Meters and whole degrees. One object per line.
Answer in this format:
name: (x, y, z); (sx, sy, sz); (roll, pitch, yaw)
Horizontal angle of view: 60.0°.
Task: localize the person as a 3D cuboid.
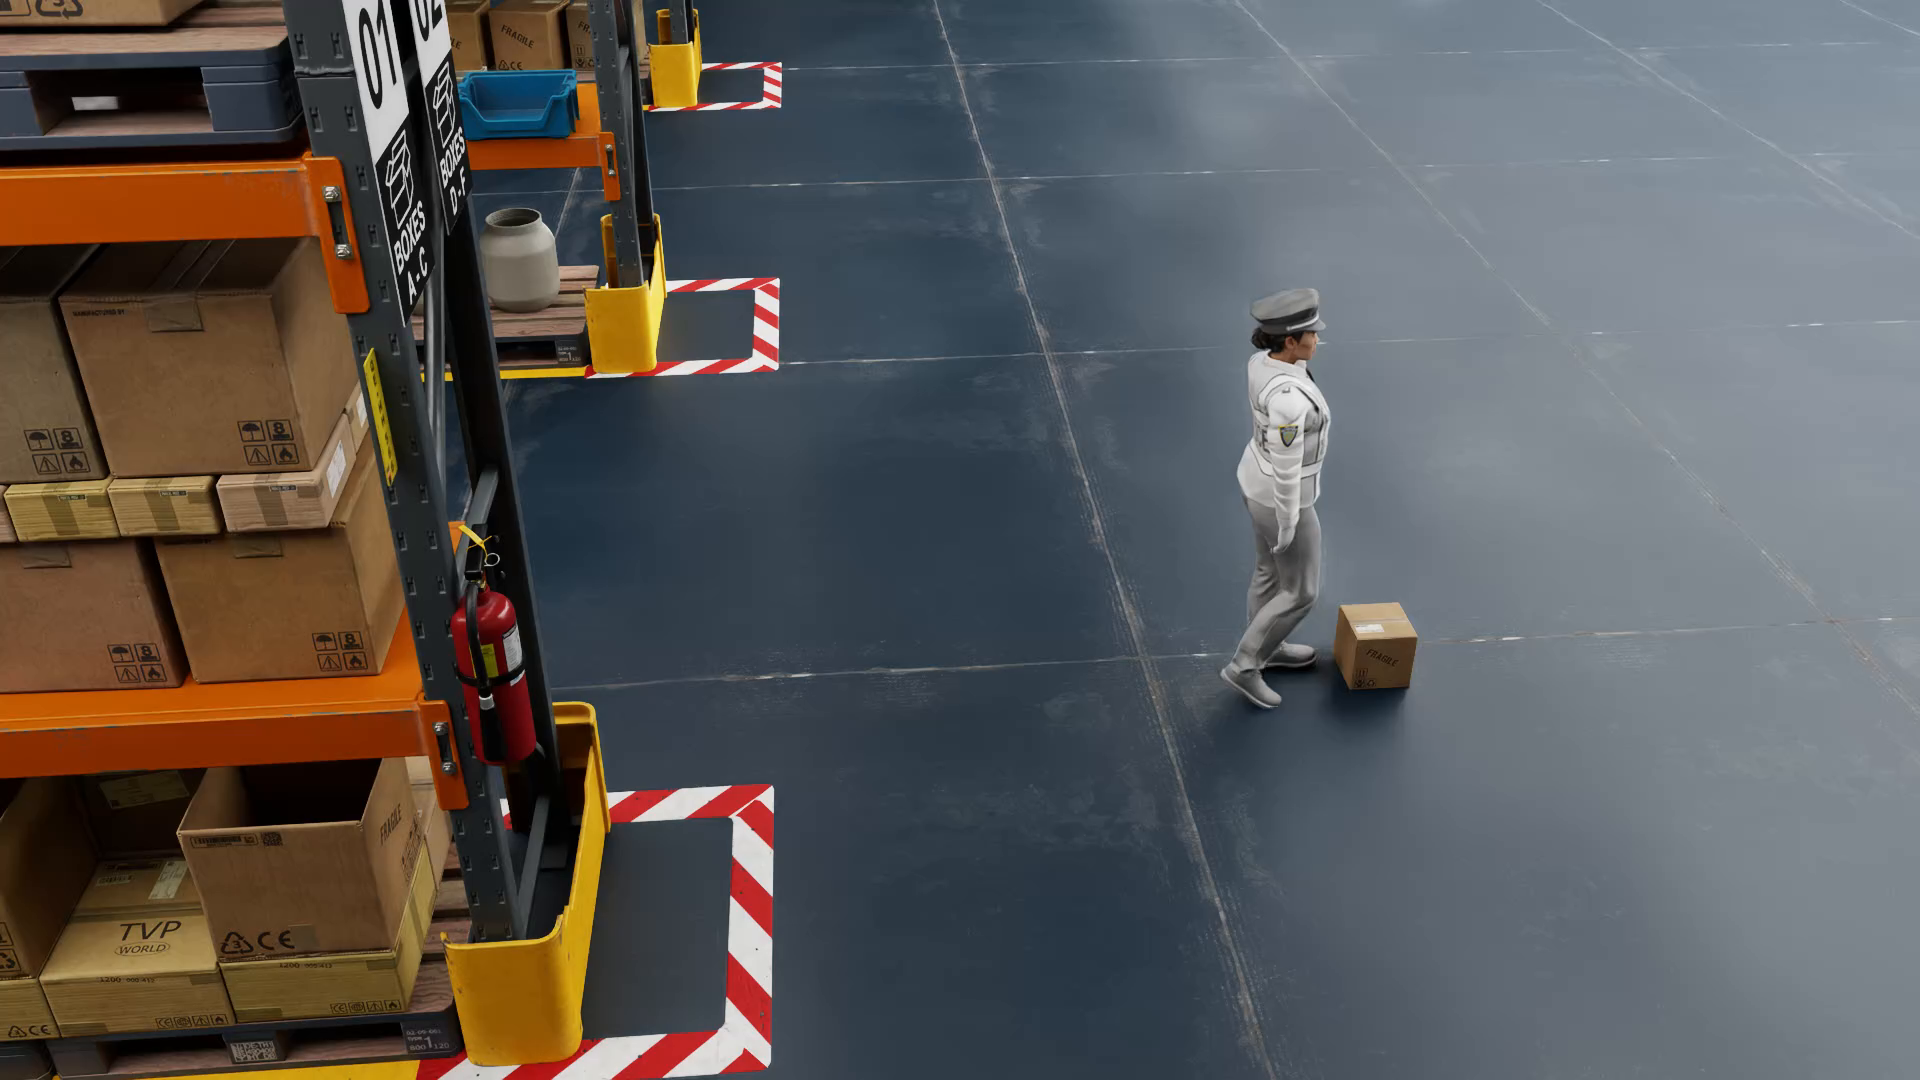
person: (1.254, -0.151, 6.384); (0.458, 1.720, 0.492); (-2, 31, -4)
